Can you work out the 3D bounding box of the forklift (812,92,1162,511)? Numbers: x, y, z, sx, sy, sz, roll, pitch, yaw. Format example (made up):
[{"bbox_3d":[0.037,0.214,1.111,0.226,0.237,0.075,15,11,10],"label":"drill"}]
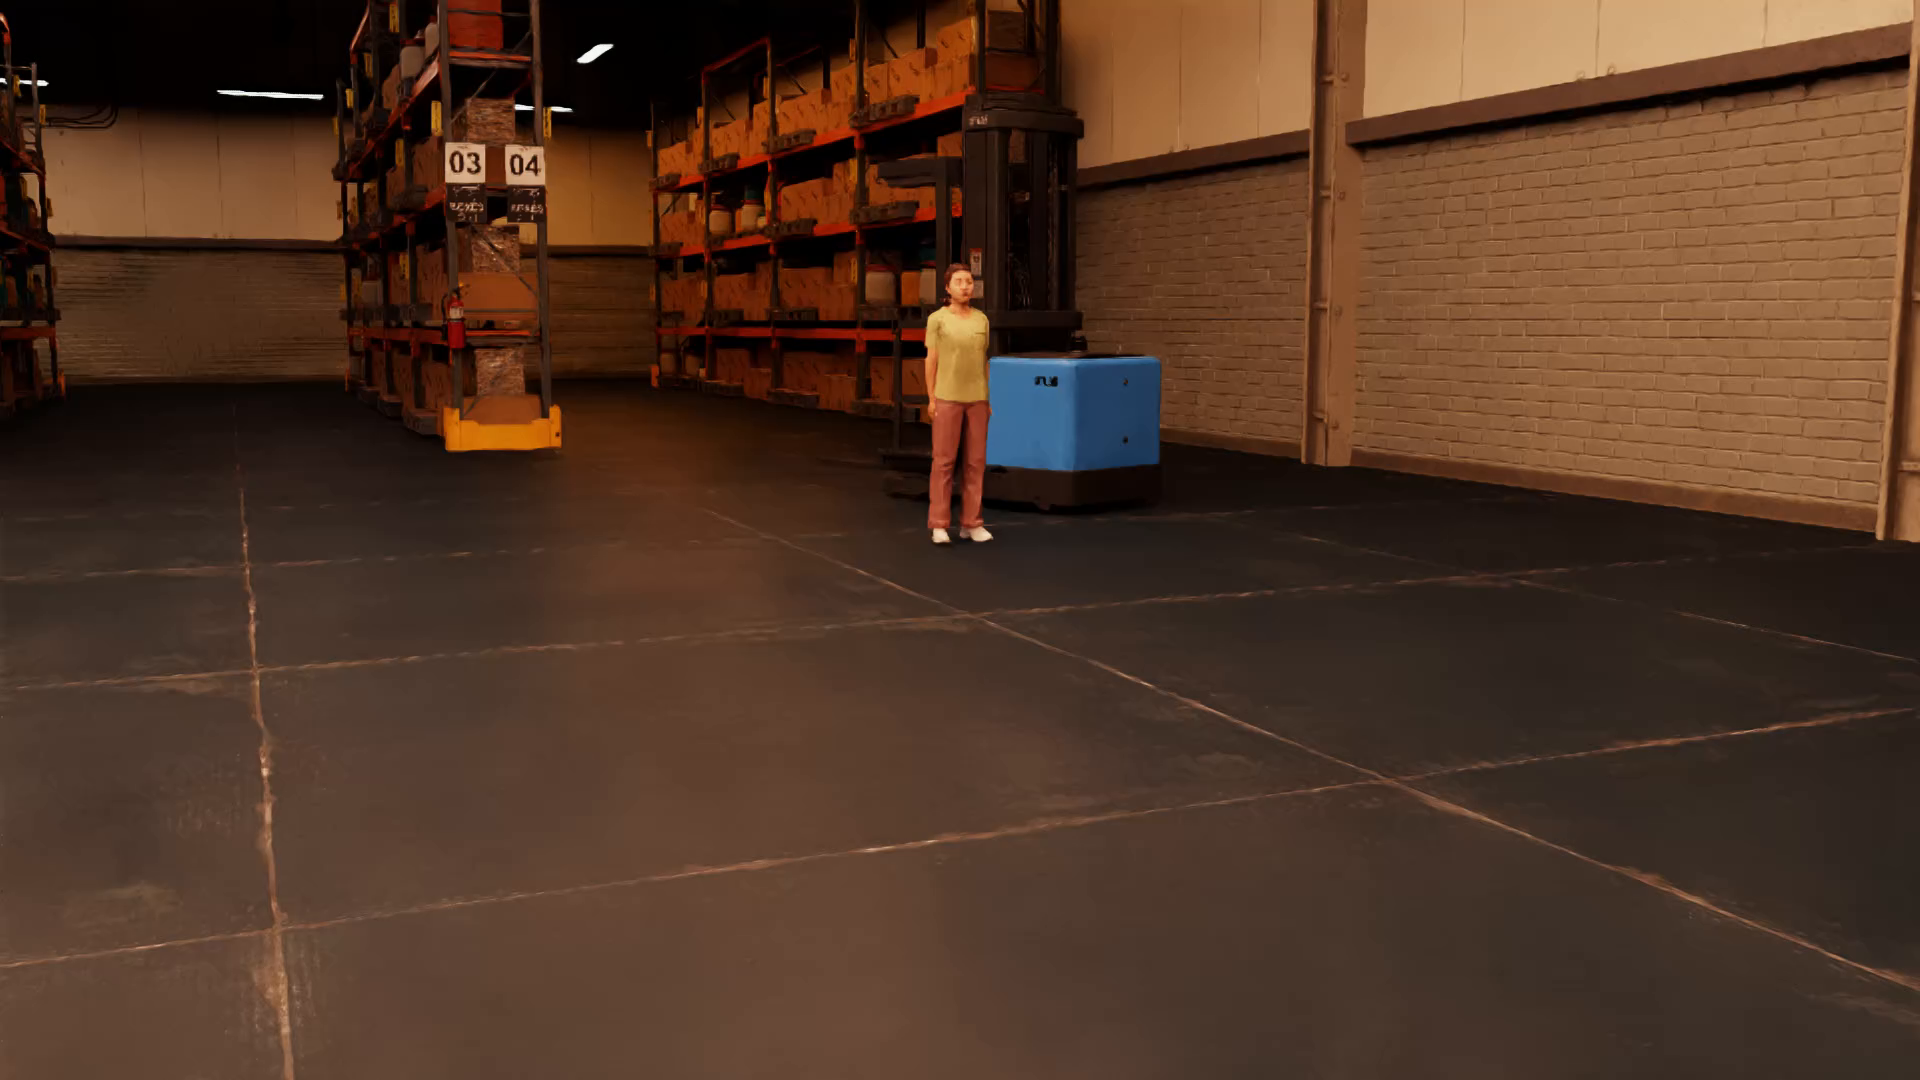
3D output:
[{"bbox_3d":[0.076,-1.798,12.577,1.130,2.935,3.031,-7,10,-43],"label":"forklift"}]

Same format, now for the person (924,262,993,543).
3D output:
[{"bbox_3d":[0.005,-0.828,10.037,0.429,1.673,0.365,-3,8,-23],"label":"person"}]
